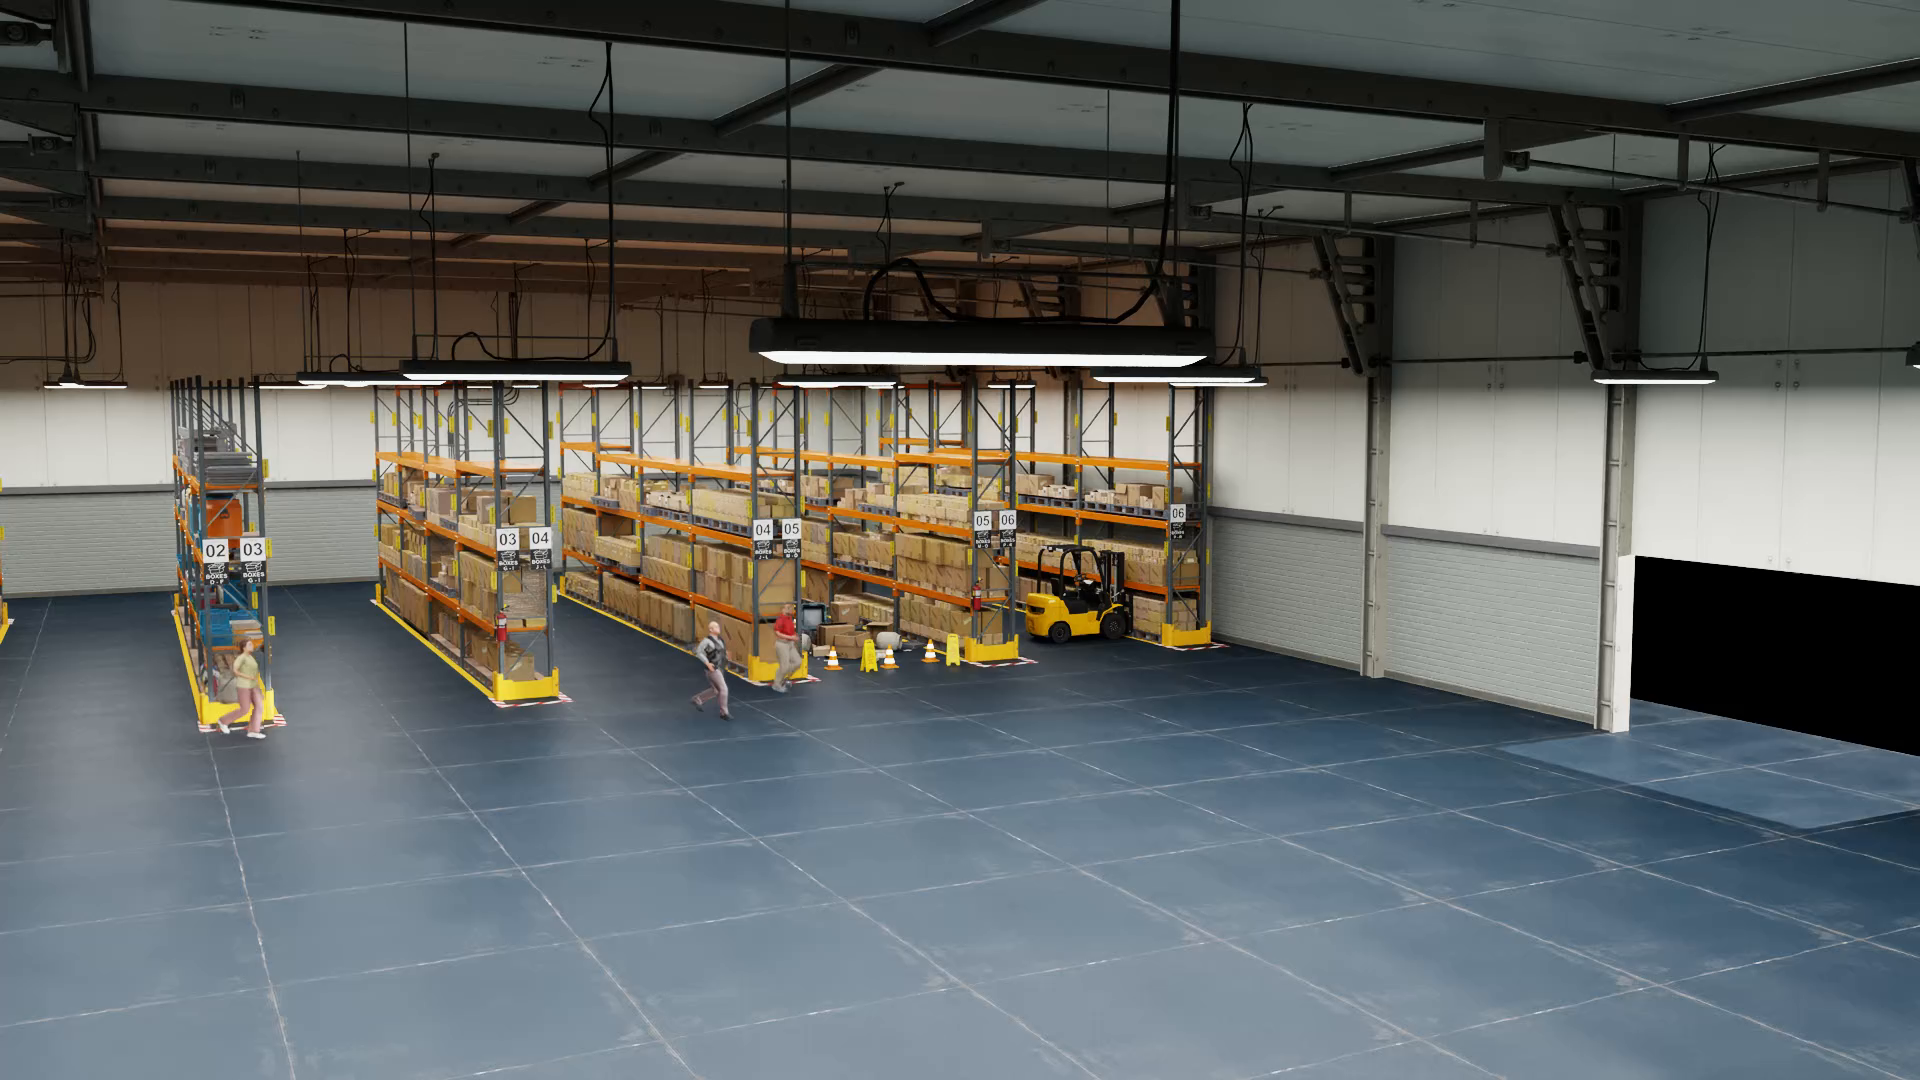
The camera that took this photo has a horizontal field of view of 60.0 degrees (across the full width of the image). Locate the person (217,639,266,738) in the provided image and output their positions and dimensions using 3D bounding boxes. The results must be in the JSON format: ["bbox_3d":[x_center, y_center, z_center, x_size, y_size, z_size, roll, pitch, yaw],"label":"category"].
[{"bbox_3d":[-11.876,2.455,27.580,0.809,1.649,0.601,0,5,4],"label":"person"}]

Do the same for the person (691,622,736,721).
[{"bbox_3d":[-4.330,2.287,29.092,0.862,1.731,0.590,1,5,15],"label":"person"}]

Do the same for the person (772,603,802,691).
[{"bbox_3d":[-3.295,2.057,31.785,0.644,1.720,0.672,2,5,20],"label":"person"}]

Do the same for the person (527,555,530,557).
[{"bbox_3d":[-12.284,0.622,47.848,0.803,1.711,0.696,-5,7,-43],"label":"person"}]
